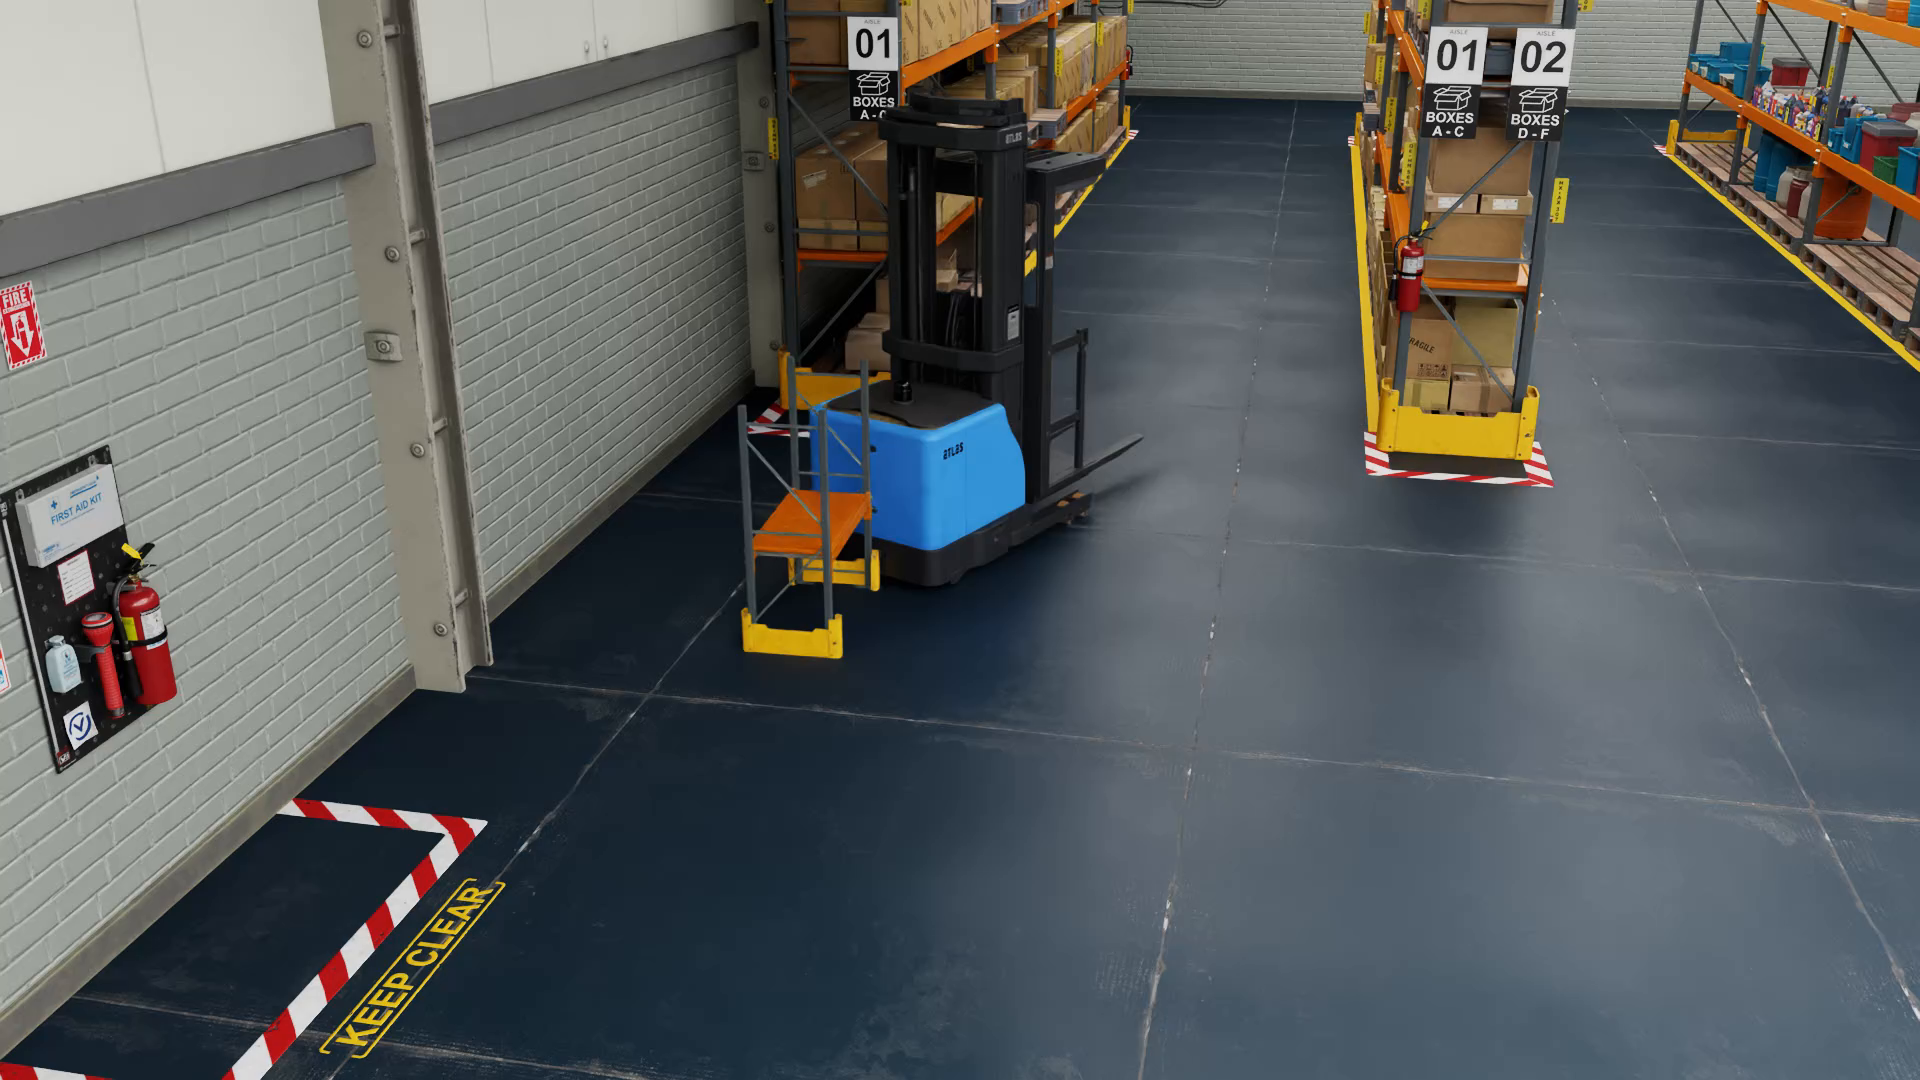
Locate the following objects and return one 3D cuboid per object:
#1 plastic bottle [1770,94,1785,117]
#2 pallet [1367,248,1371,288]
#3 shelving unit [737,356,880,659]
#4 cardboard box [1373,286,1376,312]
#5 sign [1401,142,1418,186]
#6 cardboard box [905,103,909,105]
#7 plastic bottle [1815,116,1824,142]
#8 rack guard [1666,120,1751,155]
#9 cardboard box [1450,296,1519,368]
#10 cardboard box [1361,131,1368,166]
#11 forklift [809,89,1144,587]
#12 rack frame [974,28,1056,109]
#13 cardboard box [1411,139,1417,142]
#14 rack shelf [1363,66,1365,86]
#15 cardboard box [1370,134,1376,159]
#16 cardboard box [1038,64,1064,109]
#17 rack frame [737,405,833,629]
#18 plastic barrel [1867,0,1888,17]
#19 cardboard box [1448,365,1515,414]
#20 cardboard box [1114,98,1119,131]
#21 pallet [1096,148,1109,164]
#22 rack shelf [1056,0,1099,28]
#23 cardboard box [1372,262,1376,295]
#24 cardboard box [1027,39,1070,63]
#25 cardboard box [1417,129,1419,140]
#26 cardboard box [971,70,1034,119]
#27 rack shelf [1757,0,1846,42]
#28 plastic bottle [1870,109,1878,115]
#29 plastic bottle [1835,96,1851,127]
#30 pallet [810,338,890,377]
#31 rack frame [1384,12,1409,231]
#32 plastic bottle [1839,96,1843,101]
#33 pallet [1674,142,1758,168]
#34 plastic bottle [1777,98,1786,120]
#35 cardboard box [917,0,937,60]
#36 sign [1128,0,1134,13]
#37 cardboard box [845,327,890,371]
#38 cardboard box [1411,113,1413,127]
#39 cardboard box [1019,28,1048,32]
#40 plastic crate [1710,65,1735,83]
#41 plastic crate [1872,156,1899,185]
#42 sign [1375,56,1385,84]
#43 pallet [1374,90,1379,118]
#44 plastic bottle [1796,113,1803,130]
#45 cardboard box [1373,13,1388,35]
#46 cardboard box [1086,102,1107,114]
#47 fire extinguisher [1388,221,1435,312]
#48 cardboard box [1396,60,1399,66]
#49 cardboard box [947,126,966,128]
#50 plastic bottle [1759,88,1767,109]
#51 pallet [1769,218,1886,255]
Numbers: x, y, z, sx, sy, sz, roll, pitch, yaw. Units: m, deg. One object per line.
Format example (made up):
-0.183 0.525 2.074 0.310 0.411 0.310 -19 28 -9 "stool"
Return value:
10.538 -5.595 21.397 0.152 0.276 0.135 4 22 11 "plastic bottle"
5.072 -3.011 18.548 1.003 0.211 1.213 4 22 11 "pallet"
-0.890 -0.221 9.895 0.587 1.500 1.083 4 22 9 "shelving unit"
4.322 -2.358 16.311 0.500 0.250 0.500 4 22 11 "cardboard box"
3.369 -2.815 12.462 0.100 0.325 0.005 4 22 11 "sign"
-0.437 -4.093 16.671 0.500 0.500 0.500 4 22 10 "cardboard box"
10.043 -4.795 19.401 0.061 0.283 0.133 4 22 11 "plastic bottle"
12.003 -6.445 26.687 1.175 0.500 0.348 4 22 11 "rack guard"
4.325 -1.751 13.801 0.500 0.500 0.500 4 22 11 "cardboard box"
6.184 -5.785 24.460 0.500 0.500 0.500 4 22 11 "cardboard box"
0.275 -1.560 11.305 1.130 2.935 3.031 15 26 32 "forklift"
0.679 -5.424 20.806 1.000 3.000 0.127 4 22 11 "rack frame"
4.315 -3.566 15.191 0.380 0.149 0.250 4 22 10 "cardboard box"
6.754 -6.908 25.455 1.077 0.370 4.000 4 22 11 "rack shelf"
5.703 -5.195 21.992 0.500 0.250 0.500 4 22 10 "cardboard box"
1.029 -5.776 21.121 0.500 0.500 0.500 5 22 13 "cardboard box"
-0.980 -0.031 9.422 0.500 1.500 0.032 4 22 9 "rack frame"
9.998 -6.009 17.572 0.600 0.901 0.600 0 22 0 "plastic barrel"
4.224 -1.220 13.487 0.500 0.250 0.500 4 22 11 "cardboard box"
2.267 -7.121 27.805 0.700 0.500 0.500 4 22 11 "cardboard box"
1.727 -5.865 25.635 1.003 0.211 1.213 4 22 11 "pallet"
1.087 -7.213 22.196 1.077 0.370 4.000 4 22 11 "rack shelf"
4.514 -2.678 17.106 0.500 0.250 0.500 4 22 10 "cardboard box"
1.133 -6.308 21.440 0.500 0.250 0.500 4 22 10 "cardboard box"
4.424 -3.702 14.661 0.700 0.500 0.500 4 22 11 "cardboard box"
0.506 -5.295 19.764 0.700 0.500 0.500 2 22 6 "cardboard box"
10.786 -6.458 20.321 1.077 0.370 4.000 4 22 11 "rack shelf"
10.996 -5.047 20.027 0.061 0.283 0.133 4 22 11 "plastic bottle"
10.926 -5.307 20.582 0.144 0.351 0.185 4 22 11 "plastic bottle"
-0.737 -1.527 14.862 1.003 0.211 1.213 4 22 11 "pallet"
4.713 -3.585 16.239 1.000 3.000 0.127 4 22 11 "rack frame"
11.225 -5.538 21.255 0.152 0.276 0.135 4 22 11 "plastic bottle"
11.804 -6.002 25.975 1.003 0.211 1.213 4 22 11 "pallet"
10.440 -5.468 21.087 0.097 0.271 0.097 0 22 0 "plastic bottle"
-0.496 -4.242 13.696 0.500 0.500 0.500 6 23 14 "cardboard box"
2.840 -8.950 27.695 0.100 0.325 0.005 4 22 11 "sign"
-0.724 -1.701 14.573 0.500 0.311 0.500 2 22 5 "cardboard box"
5.096 -4.287 17.848 0.500 0.500 0.500 4 22 11 "cardboard box"
0.949 -6.904 22.919 0.500 0.250 0.500 4 22 9 "cardboard box"
11.308 -6.888 24.585 0.416 0.233 0.300 4 22 11 "plastic crate"
9.641 -3.766 16.973 0.450 0.188 0.662 4 22 11 "plastic crate"
4.996 -5.586 19.764 0.100 0.325 0.005 4 22 11 "sign"
5.922 -5.670 21.674 1.003 0.211 1.213 4 22 11 "pallet"
10.251 -5.096 20.257 0.097 0.201 0.097 0 22 0 "plastic bottle"
6.297 -7.413 24.273 0.500 0.500 0.500 4 22 10 "cardboard box"
2.103 -6.791 26.116 0.380 0.149 0.250 4 22 9 "cardboard box"
3.418 -2.078 12.602 0.296 0.674 0.183 4 22 11 "fire extinguisher"
5.921 -5.848 21.162 0.700 0.500 0.500 9 24 21 "cardboard box"
-0.246 -3.496 15.188 0.500 0.500 0.500 5 23 13 "cardboard box"
10.649 -5.842 22.017 0.097 0.271 0.097 0 22 0 "plastic bottle"
10.498 -3.667 20.176 1.003 0.211 1.213 4 22 11 "pallet"
